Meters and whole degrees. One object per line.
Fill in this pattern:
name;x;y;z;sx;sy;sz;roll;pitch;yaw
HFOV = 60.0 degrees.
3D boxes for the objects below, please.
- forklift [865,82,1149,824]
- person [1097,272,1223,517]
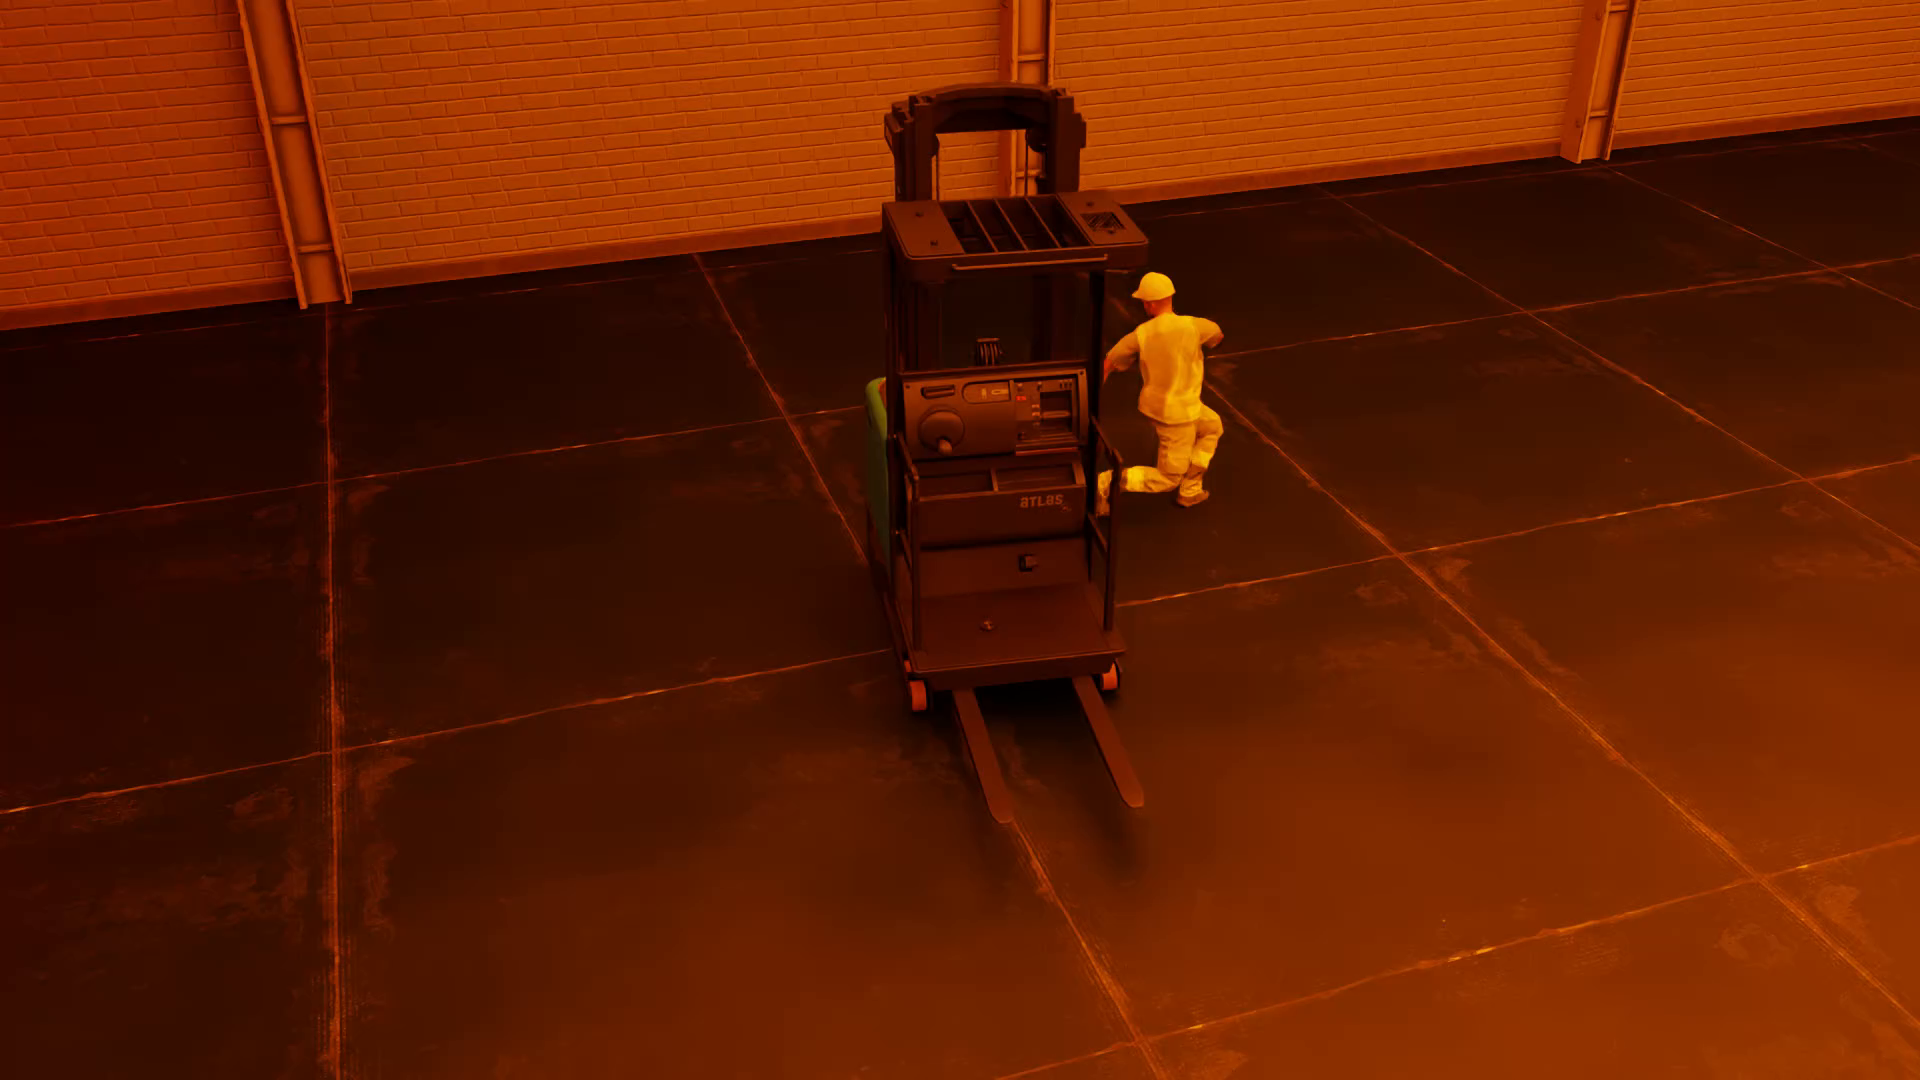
forklift;0.222;-0.590;8.112;1.130;2.935;3.031;-5;30;-9
person;1.162;-0.867;10.060;0.953;1.540;0.685;-18;34;-28
